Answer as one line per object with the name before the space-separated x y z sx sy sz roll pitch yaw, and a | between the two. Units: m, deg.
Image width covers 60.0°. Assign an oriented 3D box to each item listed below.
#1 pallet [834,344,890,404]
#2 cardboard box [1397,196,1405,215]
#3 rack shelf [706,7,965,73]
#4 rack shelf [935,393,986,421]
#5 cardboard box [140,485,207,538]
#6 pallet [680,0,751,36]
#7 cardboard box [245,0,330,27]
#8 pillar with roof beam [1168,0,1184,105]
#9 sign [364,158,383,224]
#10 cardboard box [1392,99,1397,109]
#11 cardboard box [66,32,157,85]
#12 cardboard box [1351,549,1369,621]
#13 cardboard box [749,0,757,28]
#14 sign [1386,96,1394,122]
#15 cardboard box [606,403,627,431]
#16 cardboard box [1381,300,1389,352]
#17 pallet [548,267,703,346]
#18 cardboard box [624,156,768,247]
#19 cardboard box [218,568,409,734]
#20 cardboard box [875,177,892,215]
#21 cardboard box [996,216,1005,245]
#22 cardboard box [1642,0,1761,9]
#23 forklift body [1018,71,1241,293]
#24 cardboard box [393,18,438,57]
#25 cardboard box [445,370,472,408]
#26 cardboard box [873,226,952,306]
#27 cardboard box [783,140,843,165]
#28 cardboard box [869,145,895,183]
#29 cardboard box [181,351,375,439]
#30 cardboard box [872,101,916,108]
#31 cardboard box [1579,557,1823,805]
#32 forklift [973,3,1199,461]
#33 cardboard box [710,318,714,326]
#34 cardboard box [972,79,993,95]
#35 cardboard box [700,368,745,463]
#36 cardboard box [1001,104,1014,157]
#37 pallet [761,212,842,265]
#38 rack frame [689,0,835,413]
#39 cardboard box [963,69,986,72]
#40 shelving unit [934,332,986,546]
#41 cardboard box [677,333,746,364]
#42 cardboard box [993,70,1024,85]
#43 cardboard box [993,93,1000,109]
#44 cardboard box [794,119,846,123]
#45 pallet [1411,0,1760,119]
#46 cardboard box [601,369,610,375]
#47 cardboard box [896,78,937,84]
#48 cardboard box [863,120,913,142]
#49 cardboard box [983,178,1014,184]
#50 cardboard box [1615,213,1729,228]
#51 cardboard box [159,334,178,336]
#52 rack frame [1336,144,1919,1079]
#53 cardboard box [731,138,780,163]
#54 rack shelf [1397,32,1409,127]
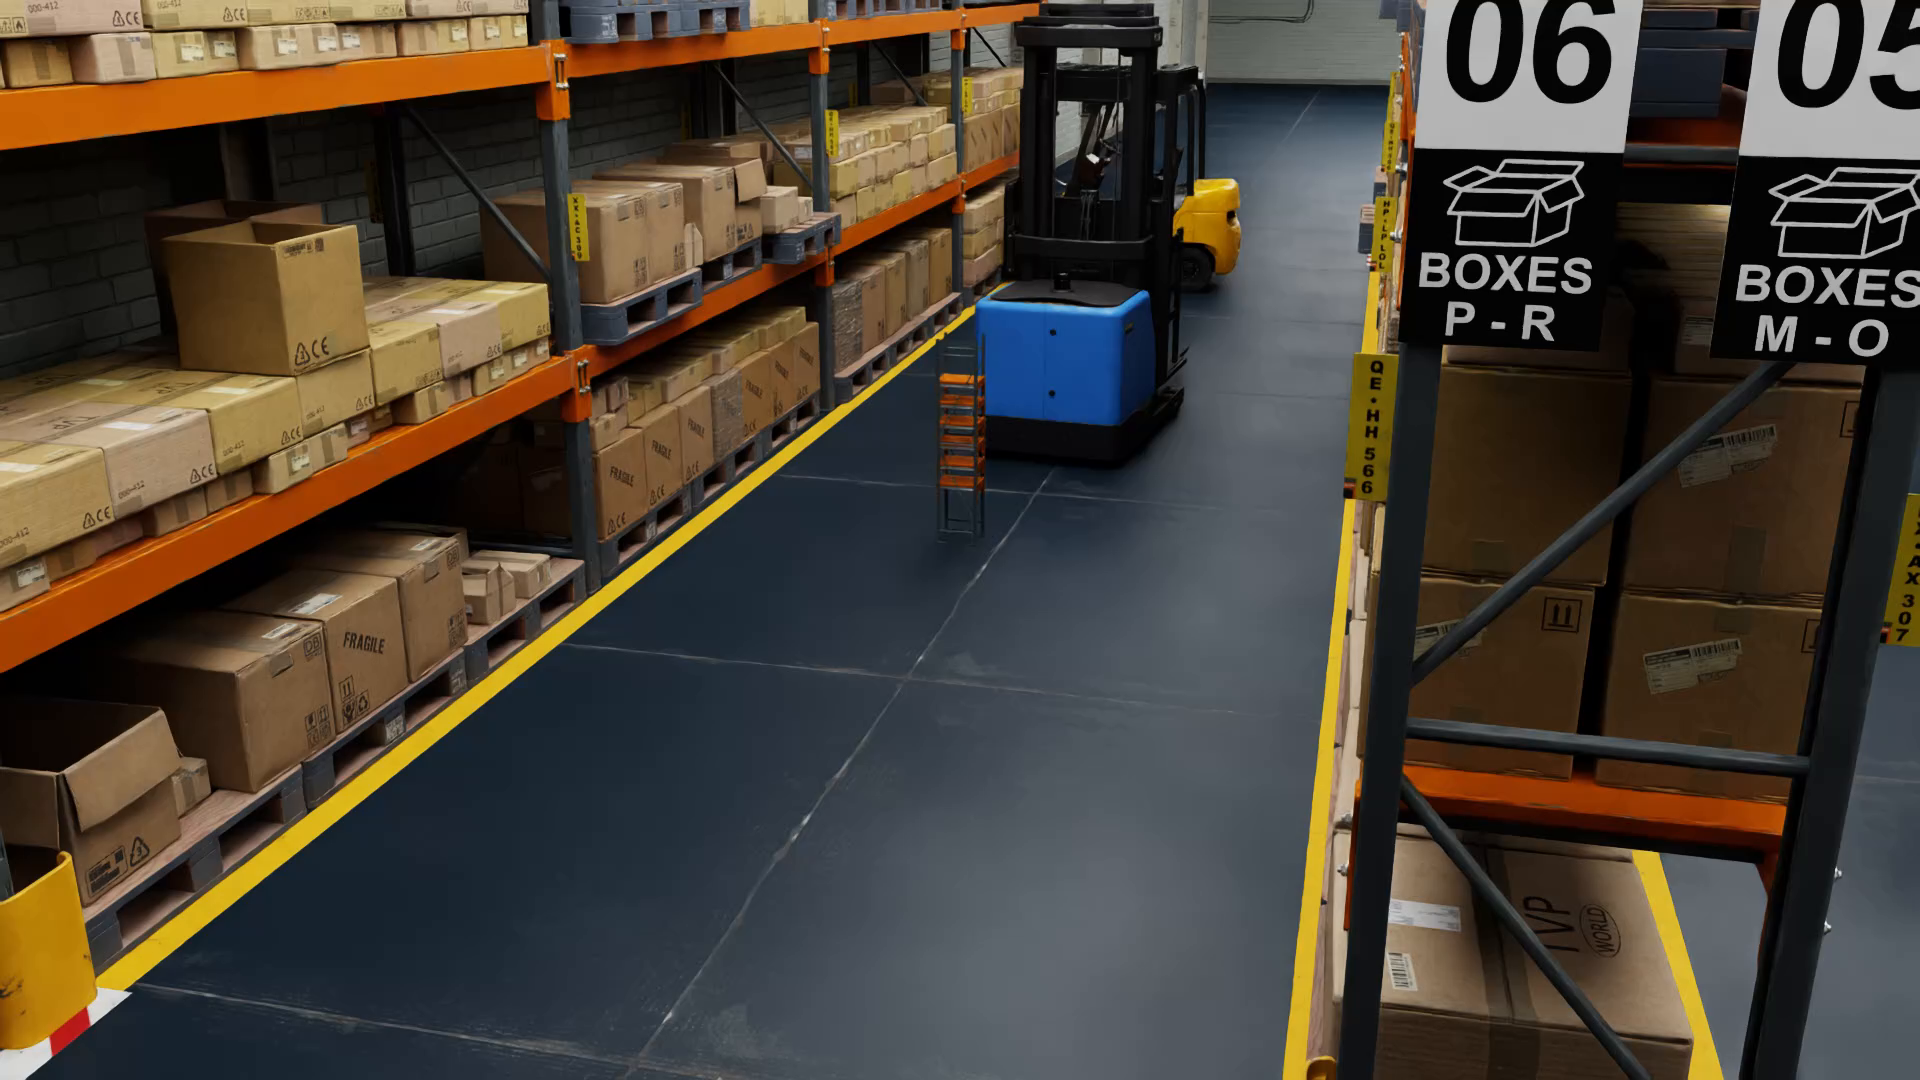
pallet | -1.206 -1.368 13.367 1.003 0.211 1.213 5 19 13
cardboard box | 1.911 -1.021 6.334 0.500 0.500 0.500 4 19 13
rack shelf | -0.956 -4.139 13.636 1.077 0.370 4.000 5 19 13
rack shelf | 0.004 -0.757 9.444 0.258 0.103 0.180 5 19 13
cardboard box | -2.884 -0.131 5.818 0.380 0.149 0.250 5 20 15
pallet | -1.945 -3.034 9.579 1.213 0.211 1.003 5 19 13
cardboard box | -2.681 -2.017 6.082 0.500 0.250 0.500 4 19 13
pillar with roof beam | 9.504 -14.815 39.139 9.100 9.000 0.400 5 19 13
sign | -2.961 -1.770 8.437 0.100 0.325 0.005 5 19 13
cardboard box | 3.698 -3.247 13.290 0.500 0.500 0.500 5 19 13
cardboard box | -2.818 -1.541 5.306 0.380 0.149 0.250 5 20 15
cardboard box | 2.134 0.414 7.150 0.875 0.438 0.875 4 19 13
cardboard box | -1.579 -3.287 10.261 0.500 0.250 0.500 5 19 13
sign | 3.818 -3.746 14.674 0.100 0.325 0.005 5 19 13
cardboard box | -2.084 -0.686 9.270 0.380 0.149 0.250 4 19 12
cardboard box | 2.023 -0.709 6.969 0.500 0.500 0.500 5 20 15
pallet | -2.121 -1.330 9.238 1.003 0.211 1.213 5 19 13
cardboard box | -1.665 -2.154 10.544 0.797 0.503 0.637 4 19 12
cardboard box | -2.686 0.452 6.941 0.500 0.500 0.500 5 19 14
cardboard box | -0.853 -2.801 13.479 0.500 0.250 0.500 4 19 12
cardboard box | 0.205 -3.263 17.430 0.500 0.250 0.500 4 19 13
cardboard box | 1.437 -1.277 3.573 0.500 0.250 0.500 3 19 8
forklift body | 1.815 -3.800 17.486 2.313 2.155 1.214 5 19 13
cardboard box | -2.425 -2.107 6.964 0.380 0.149 0.250 5 19 13
cardboard box | -2.428 -0.694 7.466 0.380 0.149 0.250 5 20 15
cardboard box | -0.584 -2.597 15.675 0.875 0.625 0.625 6 20 16
cardboard box | -1.082 -2.864 12.273 0.380 0.149 0.250 5 20 15
cardboard box | -0.831 -3.038 13.399 0.500 0.250 0.500 4 19 12
cardboard box | -2.680 -0.595 6.562 0.500 0.250 0.500 4 19 12
cardboard box | -0.638 -4.162 16.074 0.380 0.149 0.250 5 19 13
cardboard box | 1.810 0.290 4.042 0.500 0.500 0.500 5 19 13
forklift | 1.057 -2.351 12.037 1.130 2.935 3.031 7 20 18
cardboard box | -1.966 -1.536 11.757 0.380 0.149 0.250 5 20 15
cardboard box | 0.127 -4.584 16.849 0.380 0.149 0.250 4 19 13
cardboard box | -1.707 -0.815 10.649 0.500 0.500 0.500 4 19 11
cardboard box | 0.271 -4.332 17.574 0.500 0.500 0.500 5 19 14
pallet | -1.543 -2.124 11.562 1.213 0.211 1.003 5 19 13
rack frame | -1.445 -2.433 12.170 1.000 3.000 0.127 5 19 13
cardboard box | 0.073 -5.184 18.605 0.380 0.149 0.250 5 19 14
shelving unit | 0.004 -0.572 9.507 0.258 1.200 0.189 5 19 13
cardboard box | -1.633 -1.256 10.939 0.380 0.149 0.250 4 19 13
cardboard box | 0.559 -5.143 18.484 0.380 0.149 0.250 5 20 15
cardboard box | 0.206 -4.519 17.119 0.380 0.149 0.250 4 19 12
cardboard box | -1.179 -3.473 14.058 0.380 0.149 0.250 5 19 14
pallet | 1.586 -1.145 3.897 1.003 0.211 1.213 5 19 13
cardboard box | -2.345 -0.964 10.084 0.380 0.149 0.250 5 20 15
cardboard box | -0.446 -4.628 16.978 0.380 0.149 0.250 4 19 12
cardboard box | -0.609 -3.424 13.914 0.380 0.149 0.250 4 19 12
cardboard box | 0.467 -3.823 18.296 0.500 0.250 0.500 5 19 14
cardboard box | 2.101 -0.857 4.850 0.380 0.149 0.250 5 19 14
cardboard box | -3.049 -0.796 7.148 0.500 0.250 0.500 5 20 15
rack frame | 1.414 0.465 3.684 1.000 3.000 0.127 5 19 13
cardboard box | -1.562 -2.905 12.394 0.380 0.149 0.250 5 20 15
rack shelf | 2.880 -2.494 8.822 1.077 0.370 4.000 5 19 13
